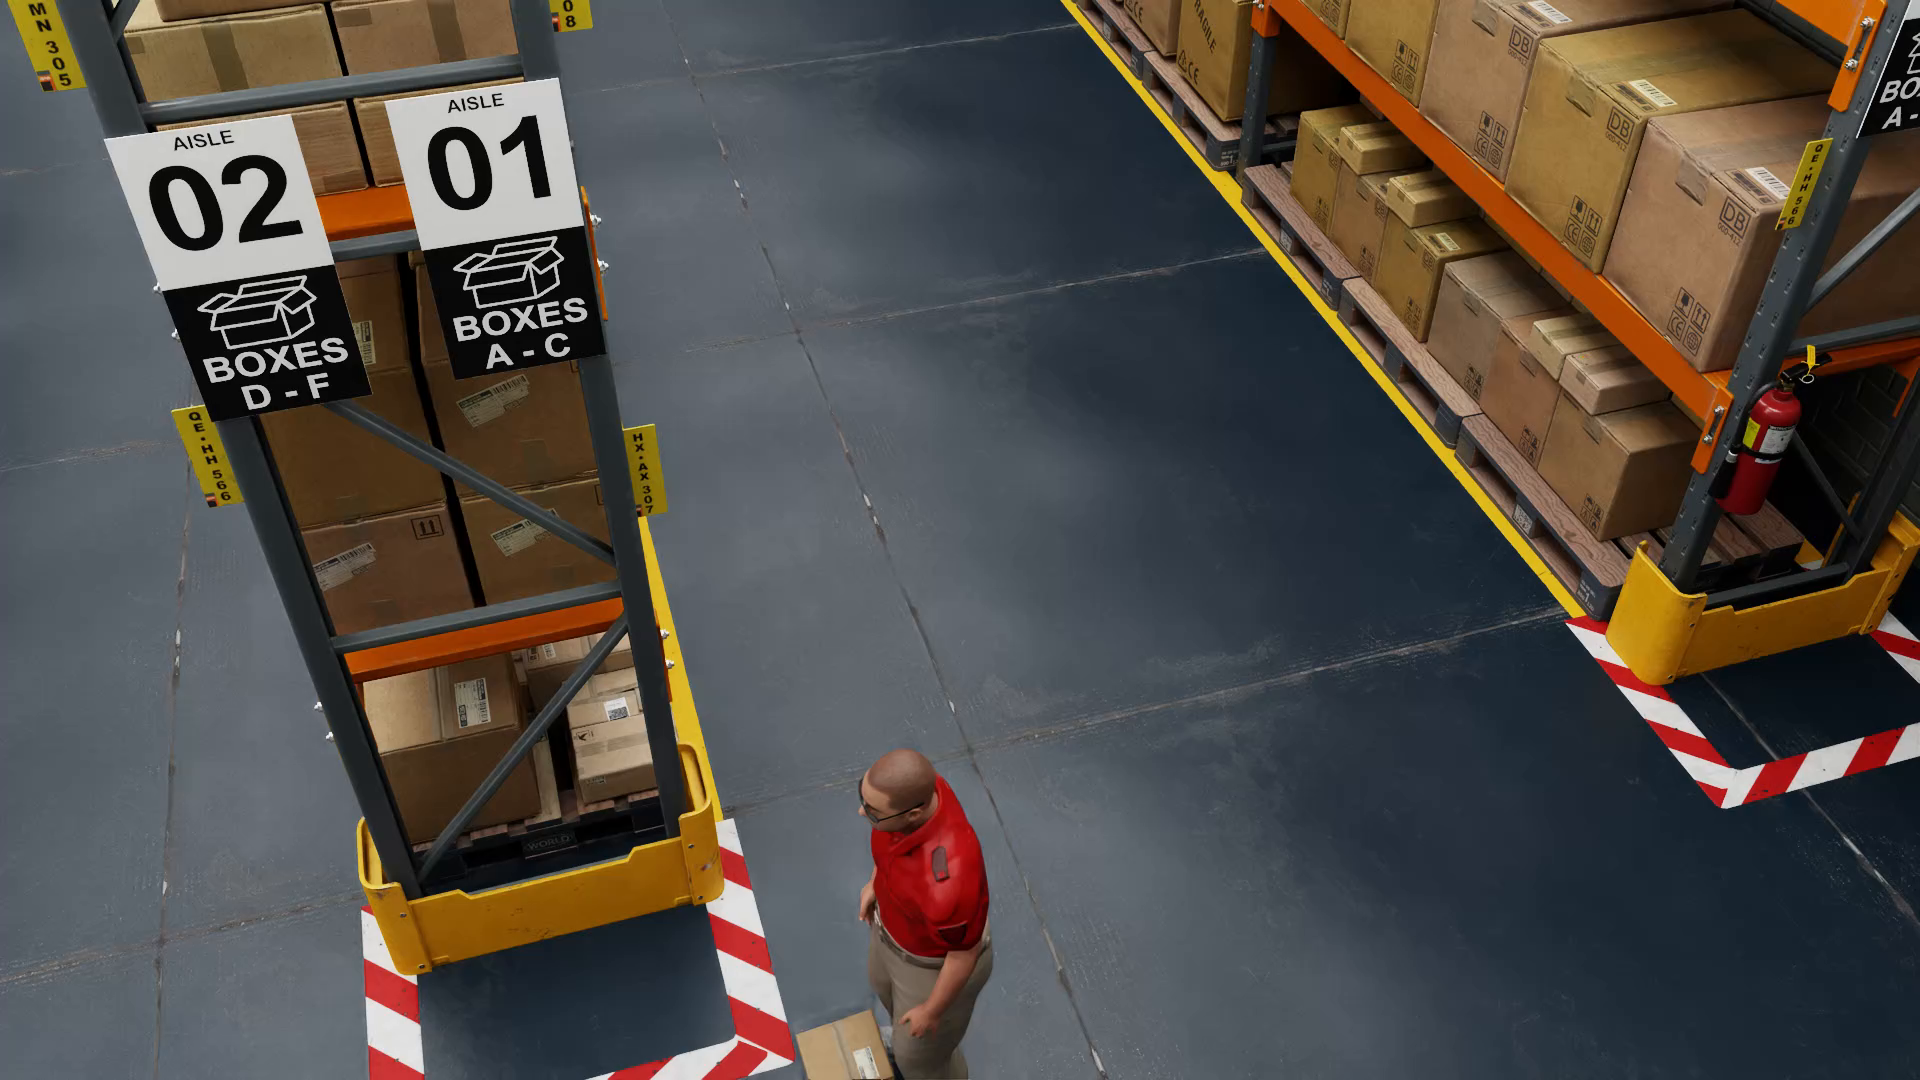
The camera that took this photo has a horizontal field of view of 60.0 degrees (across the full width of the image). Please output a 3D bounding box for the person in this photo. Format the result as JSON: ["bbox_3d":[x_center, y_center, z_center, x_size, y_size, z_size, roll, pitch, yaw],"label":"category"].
[{"bbox_3d":[-0.122,1.182,4.854,0.394,1.728,0.570,-13,44,-14],"label":"person"}]
